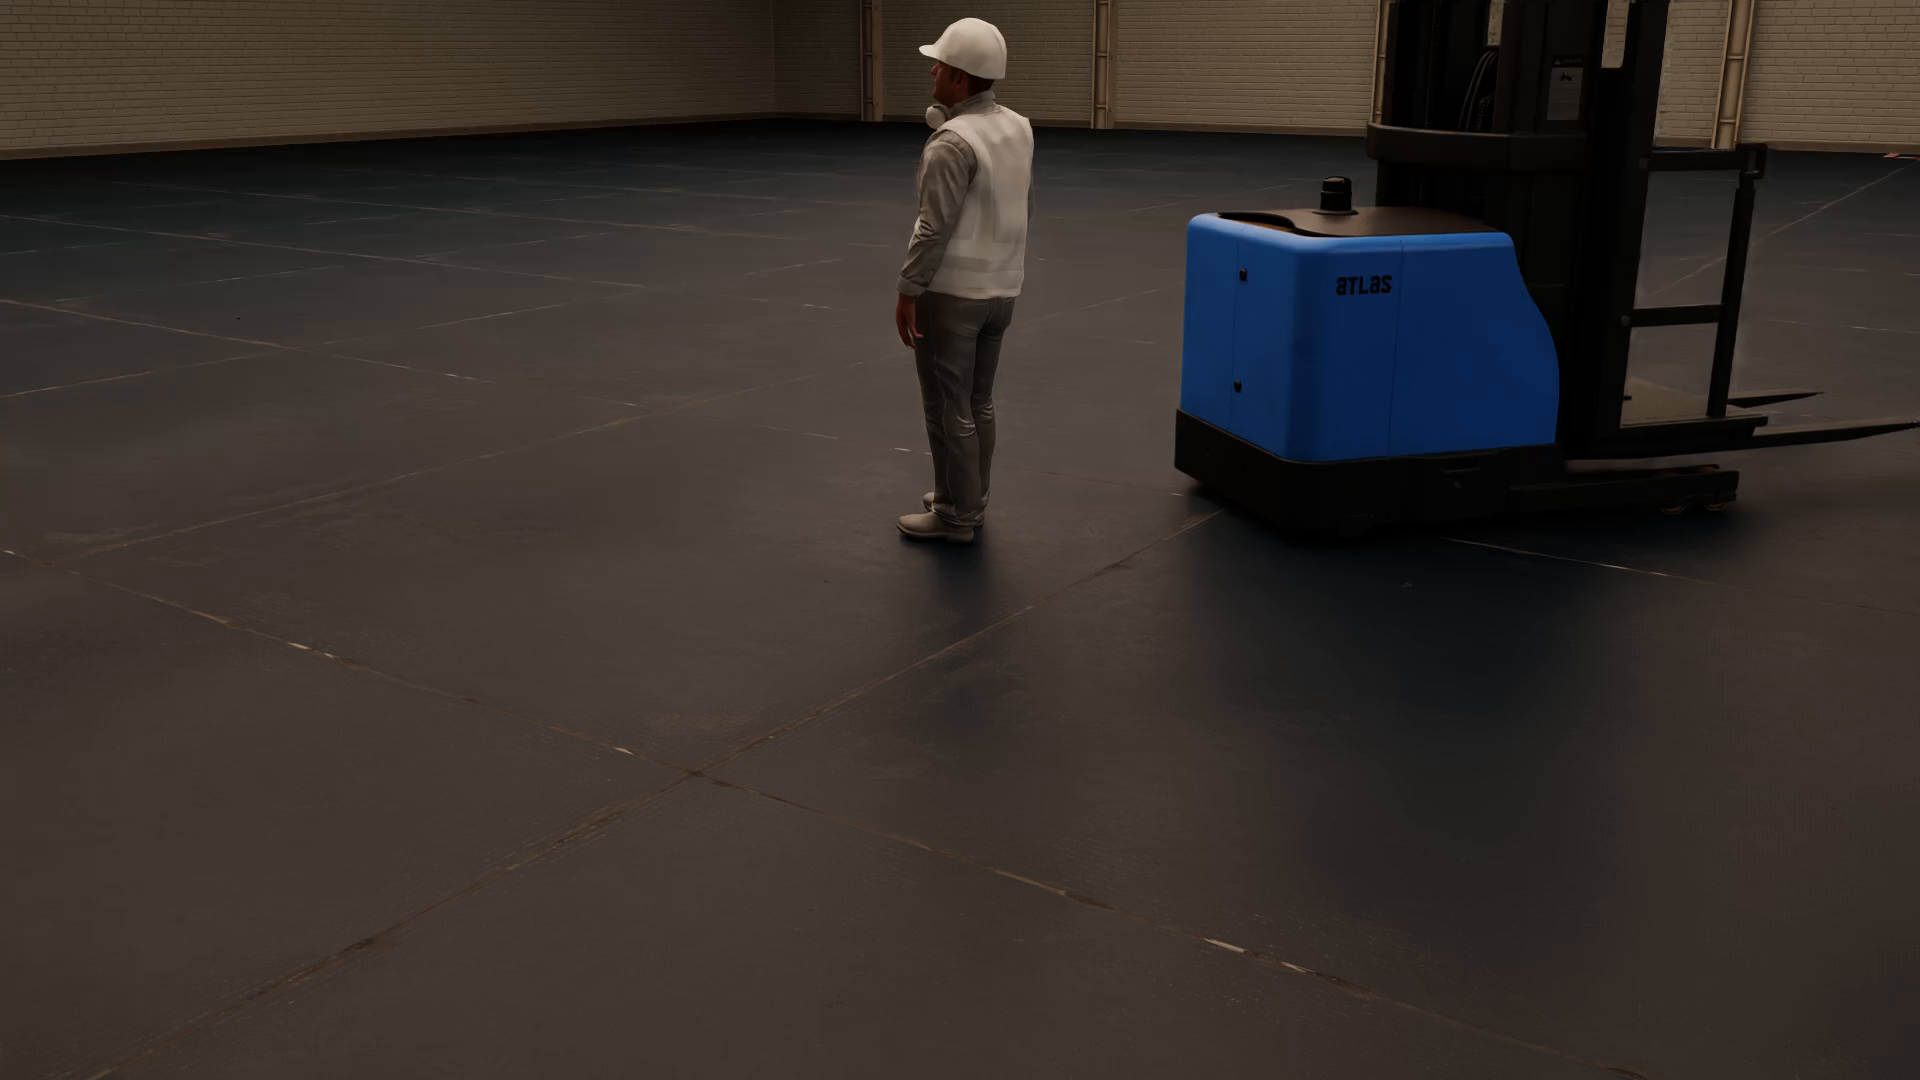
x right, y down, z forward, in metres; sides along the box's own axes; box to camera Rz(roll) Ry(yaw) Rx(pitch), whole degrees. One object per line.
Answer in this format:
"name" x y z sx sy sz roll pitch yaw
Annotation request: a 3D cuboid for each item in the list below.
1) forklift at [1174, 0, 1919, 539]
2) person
"forklift" 2.437 -1.636 6.302 3.031 2.935 1.130 -5 17 -17
"person" -0.047 -0.867 5.733 0.568 1.769 0.633 11 20 33
